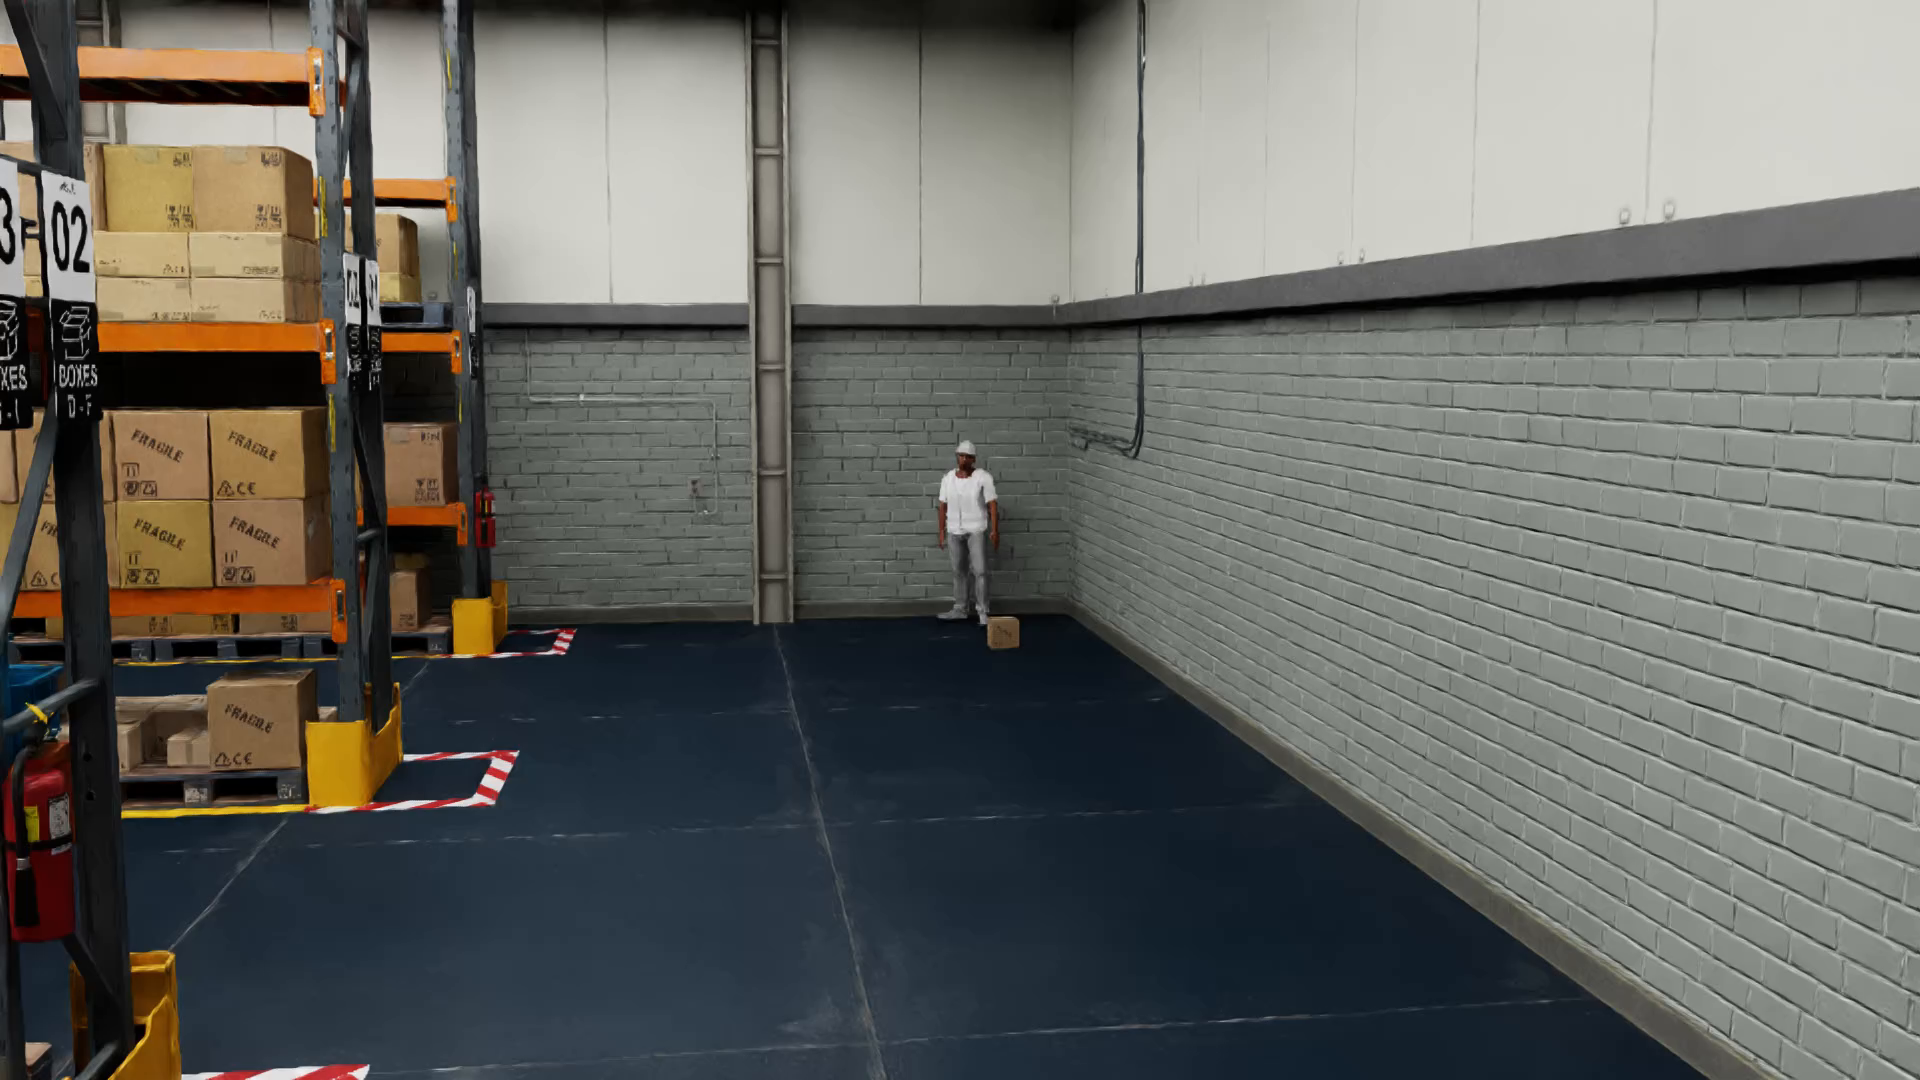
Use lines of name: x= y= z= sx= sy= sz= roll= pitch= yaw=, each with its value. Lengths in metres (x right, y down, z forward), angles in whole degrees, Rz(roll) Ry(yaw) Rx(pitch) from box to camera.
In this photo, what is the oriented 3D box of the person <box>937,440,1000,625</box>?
person: x=0.080 y=-0.082 z=16.132 sx=0.663 sy=1.771 sz=0.377 roll=3 pitch=7 yaw=26
